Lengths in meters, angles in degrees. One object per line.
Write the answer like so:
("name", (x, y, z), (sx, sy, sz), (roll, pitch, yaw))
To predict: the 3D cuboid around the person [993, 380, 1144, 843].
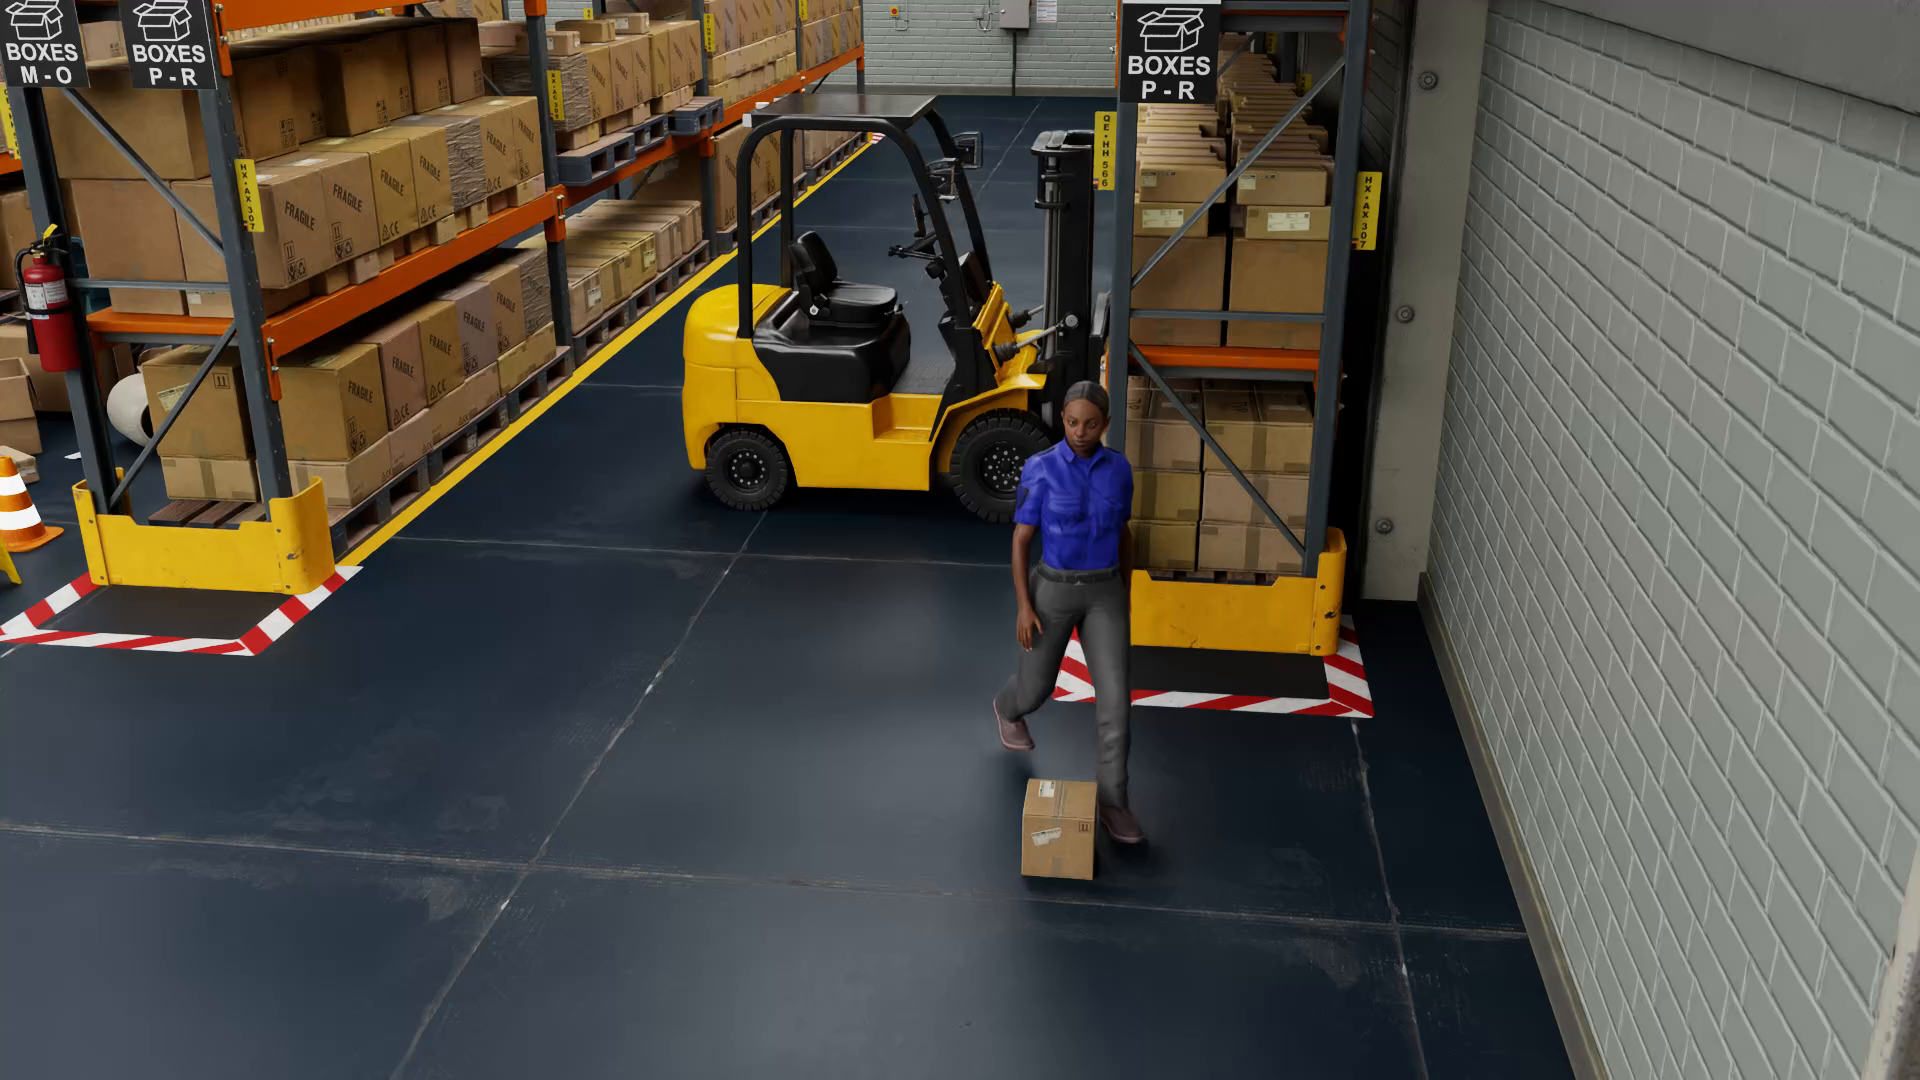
("person", (0.434, 0.219, 6.079), (0.485, 1.607, 0.957), (-4, 22, -11))
